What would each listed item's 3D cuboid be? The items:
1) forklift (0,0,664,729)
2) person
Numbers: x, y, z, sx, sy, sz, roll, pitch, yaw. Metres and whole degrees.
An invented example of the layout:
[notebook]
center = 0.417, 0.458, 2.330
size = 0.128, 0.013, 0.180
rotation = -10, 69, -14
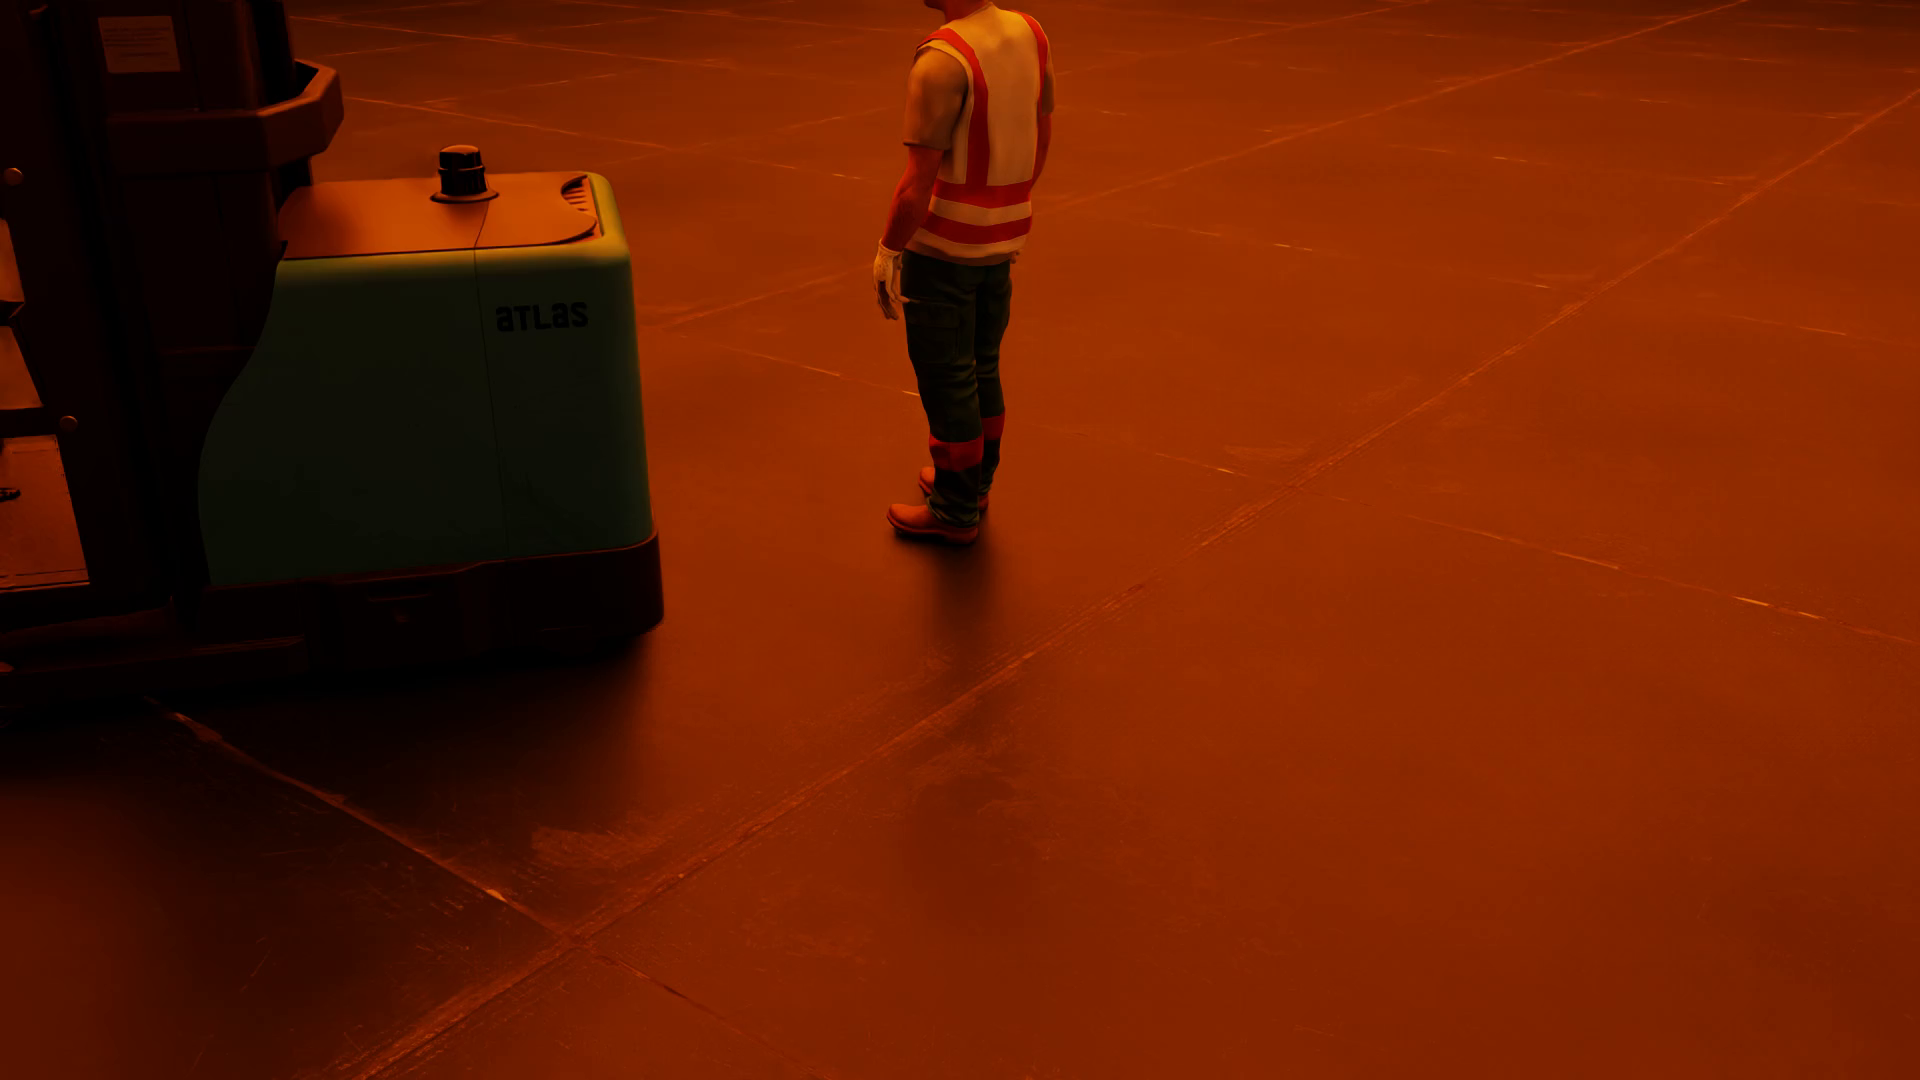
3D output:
[forklift]
center = -2.352, -1.101, 3.870
size = 3.031, 2.935, 1.130
rotation = -6, 24, -13
[person]
center = -0.057, -0.850, 4.708
size = 0.563, 1.787, 0.638
rotation = 17, 29, 34
